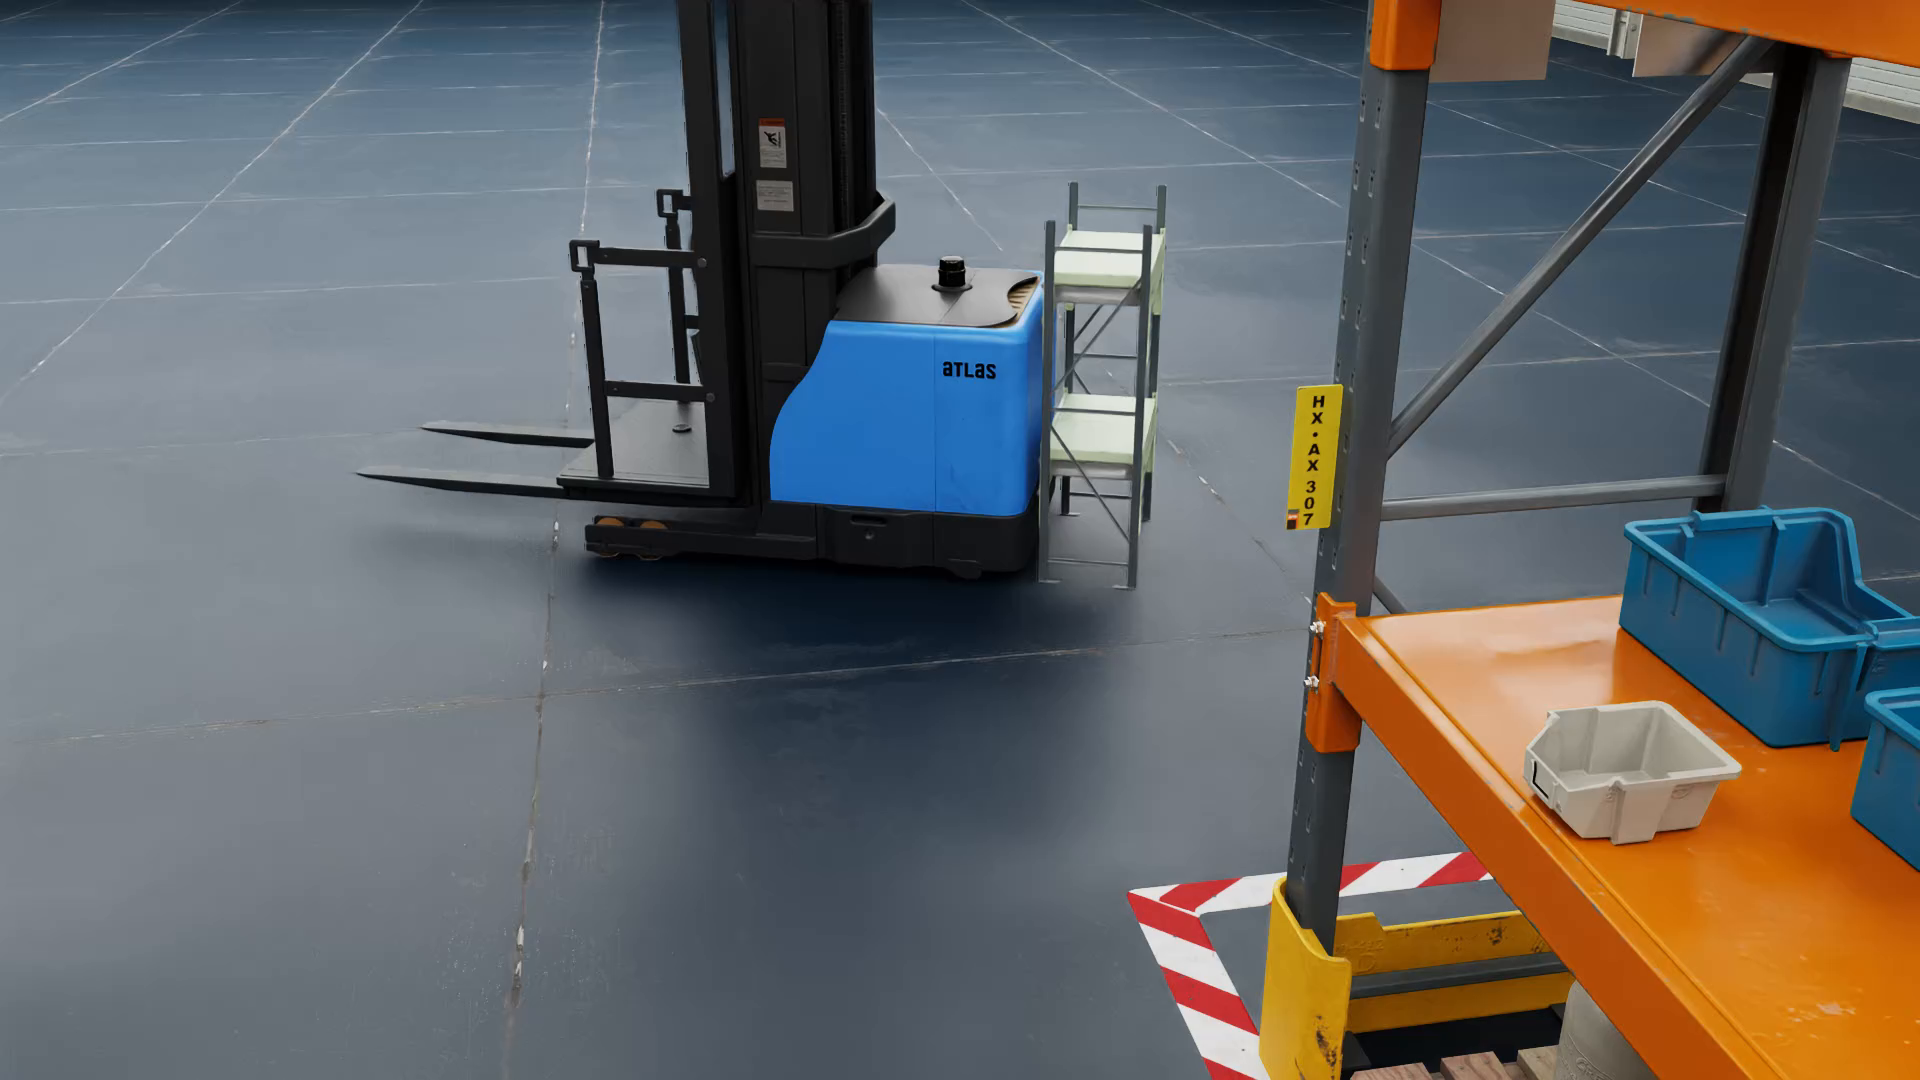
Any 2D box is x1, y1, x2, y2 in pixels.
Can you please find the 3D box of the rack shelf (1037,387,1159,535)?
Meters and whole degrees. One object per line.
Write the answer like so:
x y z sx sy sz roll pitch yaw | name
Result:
0.588 -0.344 6.979 0.431 0.370 0.720 4 24 10 | rack shelf

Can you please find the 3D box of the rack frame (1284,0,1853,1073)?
1.298 -0.086 3.700 1.000 3.000 0.127 -4 24 -10 | rack frame

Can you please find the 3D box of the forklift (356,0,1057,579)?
-1.131 -1.456 6.921 3.031 2.935 1.130 4 24 10 | forklift

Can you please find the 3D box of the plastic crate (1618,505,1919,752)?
1.685 0.157 3.330 0.499 0.251 0.616 -4 24 -10 | plastic crate

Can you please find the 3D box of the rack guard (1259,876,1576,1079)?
1.359 1.086 4.140 1.175 0.500 0.348 -4 24 -10 | rack guard

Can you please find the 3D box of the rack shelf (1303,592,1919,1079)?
1.668 1.030 2.043 1.077 0.370 4.000 -4 24 -10 | rack shelf

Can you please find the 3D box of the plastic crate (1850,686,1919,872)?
1.799 0.412 2.744 0.499 0.251 0.408 -4 24 -10 | plastic crate

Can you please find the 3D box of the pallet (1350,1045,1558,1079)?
1.504 1.538 3.465 1.003 0.211 1.213 -4 24 -10 | pallet

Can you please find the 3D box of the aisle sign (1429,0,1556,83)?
0.997 -1.284 3.195 0.394 0.787 0.004 -4 24 -10 | aisle sign

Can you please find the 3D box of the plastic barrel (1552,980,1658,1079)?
1.495 1.115 3.534 0.421 0.512 0.421 0 24 0 | plastic barrel

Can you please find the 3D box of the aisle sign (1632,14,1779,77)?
1.577 -1.328 3.295 0.394 0.787 0.004 -4 24 -10 | aisle sign

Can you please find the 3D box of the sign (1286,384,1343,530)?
0.757 -0.174 3.555 0.100 0.325 0.005 -4 24 -10 | sign

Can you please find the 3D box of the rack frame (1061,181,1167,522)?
0.654 -0.787 7.179 0.400 1.500 0.023 4 24 10 | rack frame

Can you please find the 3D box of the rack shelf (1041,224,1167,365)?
0.588 -1.001 6.693 0.431 0.370 0.720 4 24 10 | rack shelf

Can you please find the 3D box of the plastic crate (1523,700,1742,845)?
1.148 0.410 2.892 0.298 0.136 0.250 -4 24 -10 | plastic crate

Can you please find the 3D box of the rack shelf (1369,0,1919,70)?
1.668 -0.345 1.442 1.077 0.370 4.000 -4 24 -10 | rack shelf

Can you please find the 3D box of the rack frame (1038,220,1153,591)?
0.521 -0.499 6.519 0.400 1.500 0.023 4 24 10 | rack frame

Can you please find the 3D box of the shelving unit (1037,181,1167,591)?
0.588 -0.643 6.849 0.431 1.500 0.755 4 24 10 | shelving unit

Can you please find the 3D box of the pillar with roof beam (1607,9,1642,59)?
4.455 -10.119 19.176 9.100 9.000 0.400 -4 24 -10 | pillar with roof beam
